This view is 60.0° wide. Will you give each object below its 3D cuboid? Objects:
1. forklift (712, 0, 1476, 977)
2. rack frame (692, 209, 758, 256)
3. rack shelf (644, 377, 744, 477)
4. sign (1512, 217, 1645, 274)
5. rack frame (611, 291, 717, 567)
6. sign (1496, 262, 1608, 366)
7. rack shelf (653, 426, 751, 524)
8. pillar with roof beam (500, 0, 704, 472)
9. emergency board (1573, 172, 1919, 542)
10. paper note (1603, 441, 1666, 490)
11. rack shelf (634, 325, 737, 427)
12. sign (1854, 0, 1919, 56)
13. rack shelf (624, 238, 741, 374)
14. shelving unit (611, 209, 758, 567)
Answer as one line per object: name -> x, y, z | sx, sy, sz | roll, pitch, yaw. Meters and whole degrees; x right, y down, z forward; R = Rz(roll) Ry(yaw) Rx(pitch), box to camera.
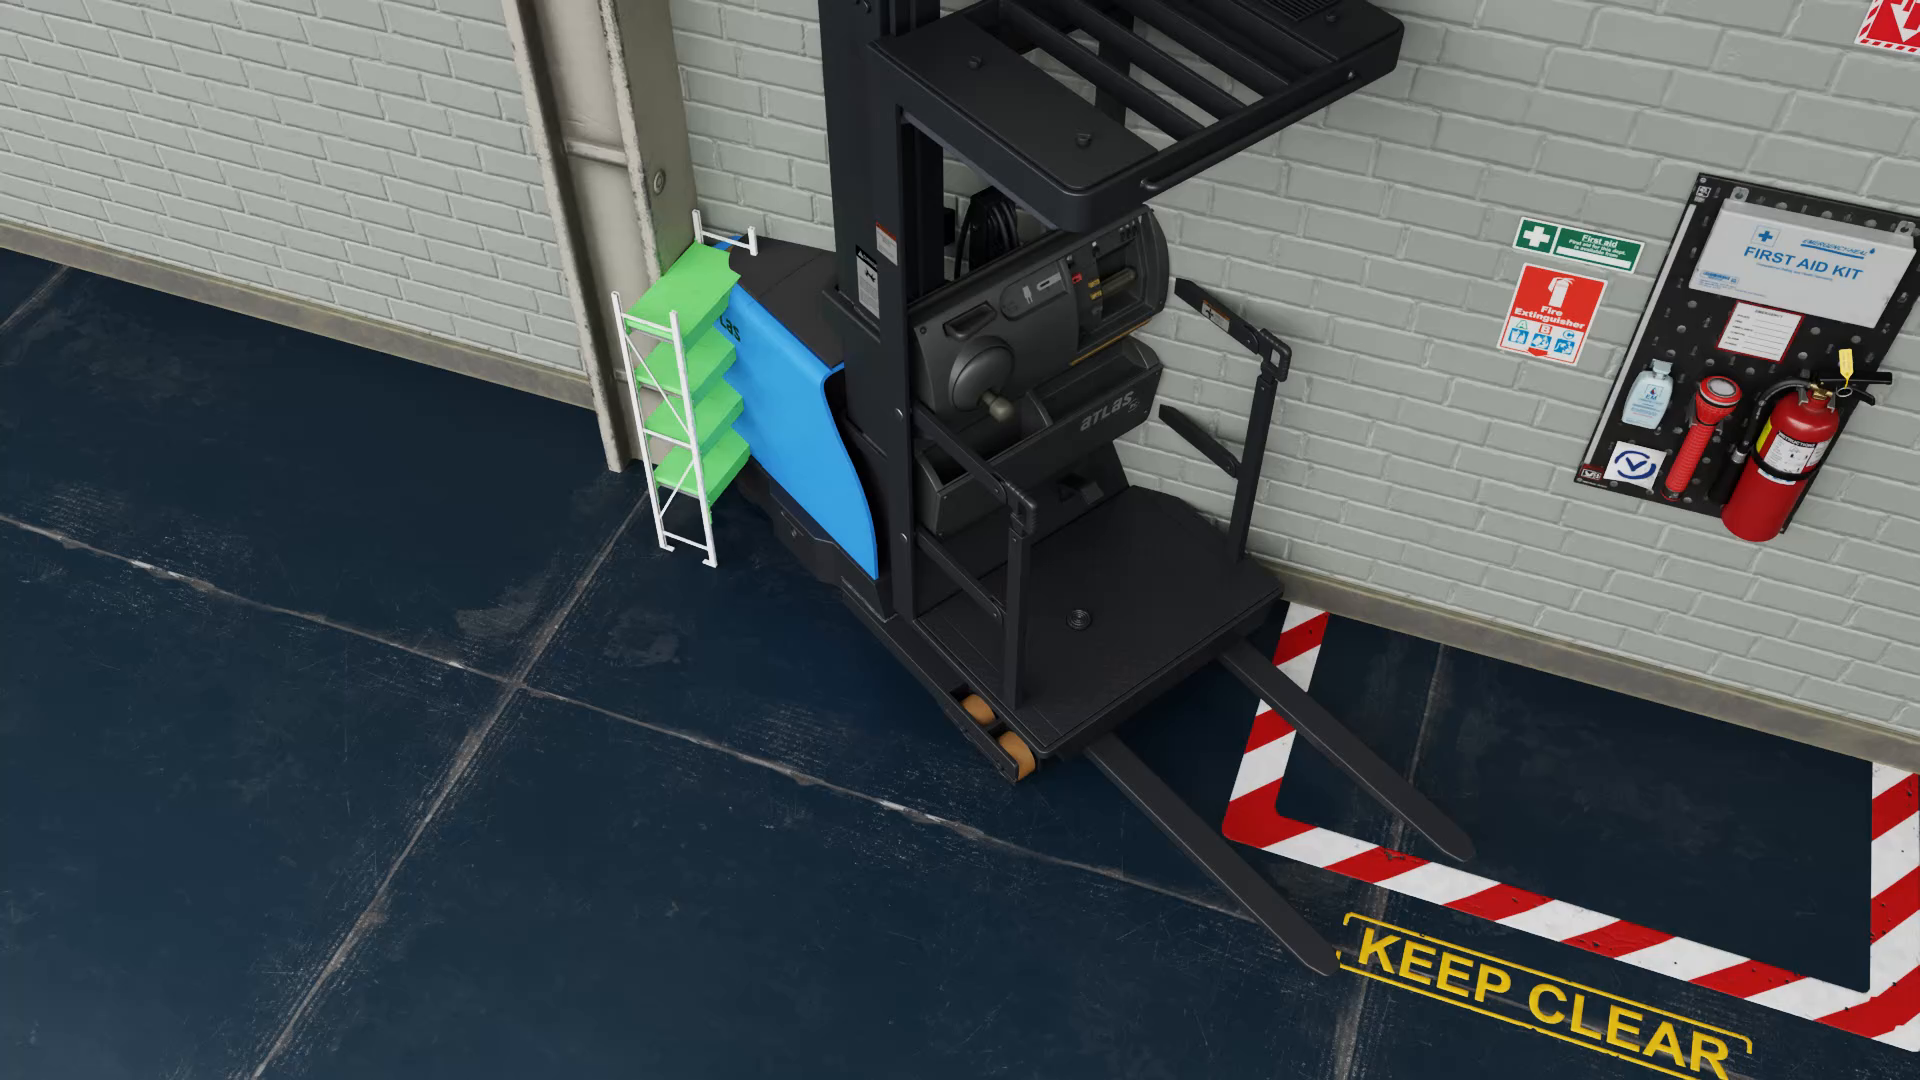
forklift -> 0.390, -0.590, 4.822 | 1.130, 2.935, 3.031 | -31, 56, -24
rack frame -> -0.798, -0.672, 6.045 | 0.240, 1.200, 0.015 | 19, 50, 17
rack shelf -> -0.903, -0.467, 5.942 | 0.258, 0.148, 0.480 | 19, 50, 17
sign -> 1.707, -0.815, 4.597 | 0.331, 0.109, 0.001 | 16, 51, 13
rack frame -> -1.009, -0.349, 5.745 | 0.240, 1.200, 0.015 | 19, 50, 17
sign -> 1.706, -0.649, 4.804 | 0.234, 0.329, 0.001 | 16, 51, 13
rack shelf -> -0.903, -0.304, 6.118 | 0.258, 0.148, 0.480 | 19, 50, 17
pillar with roof beam -> -2.627, -0.229, 0.494 | 0.400, 9.000, 9.100 | 16, 51, 13
emergency board -> 2.189, -0.419, 4.628 | 0.643, 1.169, 0.194 | 16, 51, 13
paper note -> 2.046, -0.226, 5.044 | 0.142, 0.148, 0.016 | 16, 51, 13
rack shelf -> -0.903, -0.630, 5.766 | 0.258, 0.148, 0.480 | 19, 50, 17
sign -> 2.216, -1.251, 3.815 | 0.199, 0.298, 0.001 | 16, 51, 13
rack shelf -> -0.903, -0.794, 5.590 | 0.258, 0.148, 0.480 | 19, 50, 17
shelving unit -> -0.903, -0.510, 5.895 | 0.258, 1.200, 0.503 | 19, 50, 17
